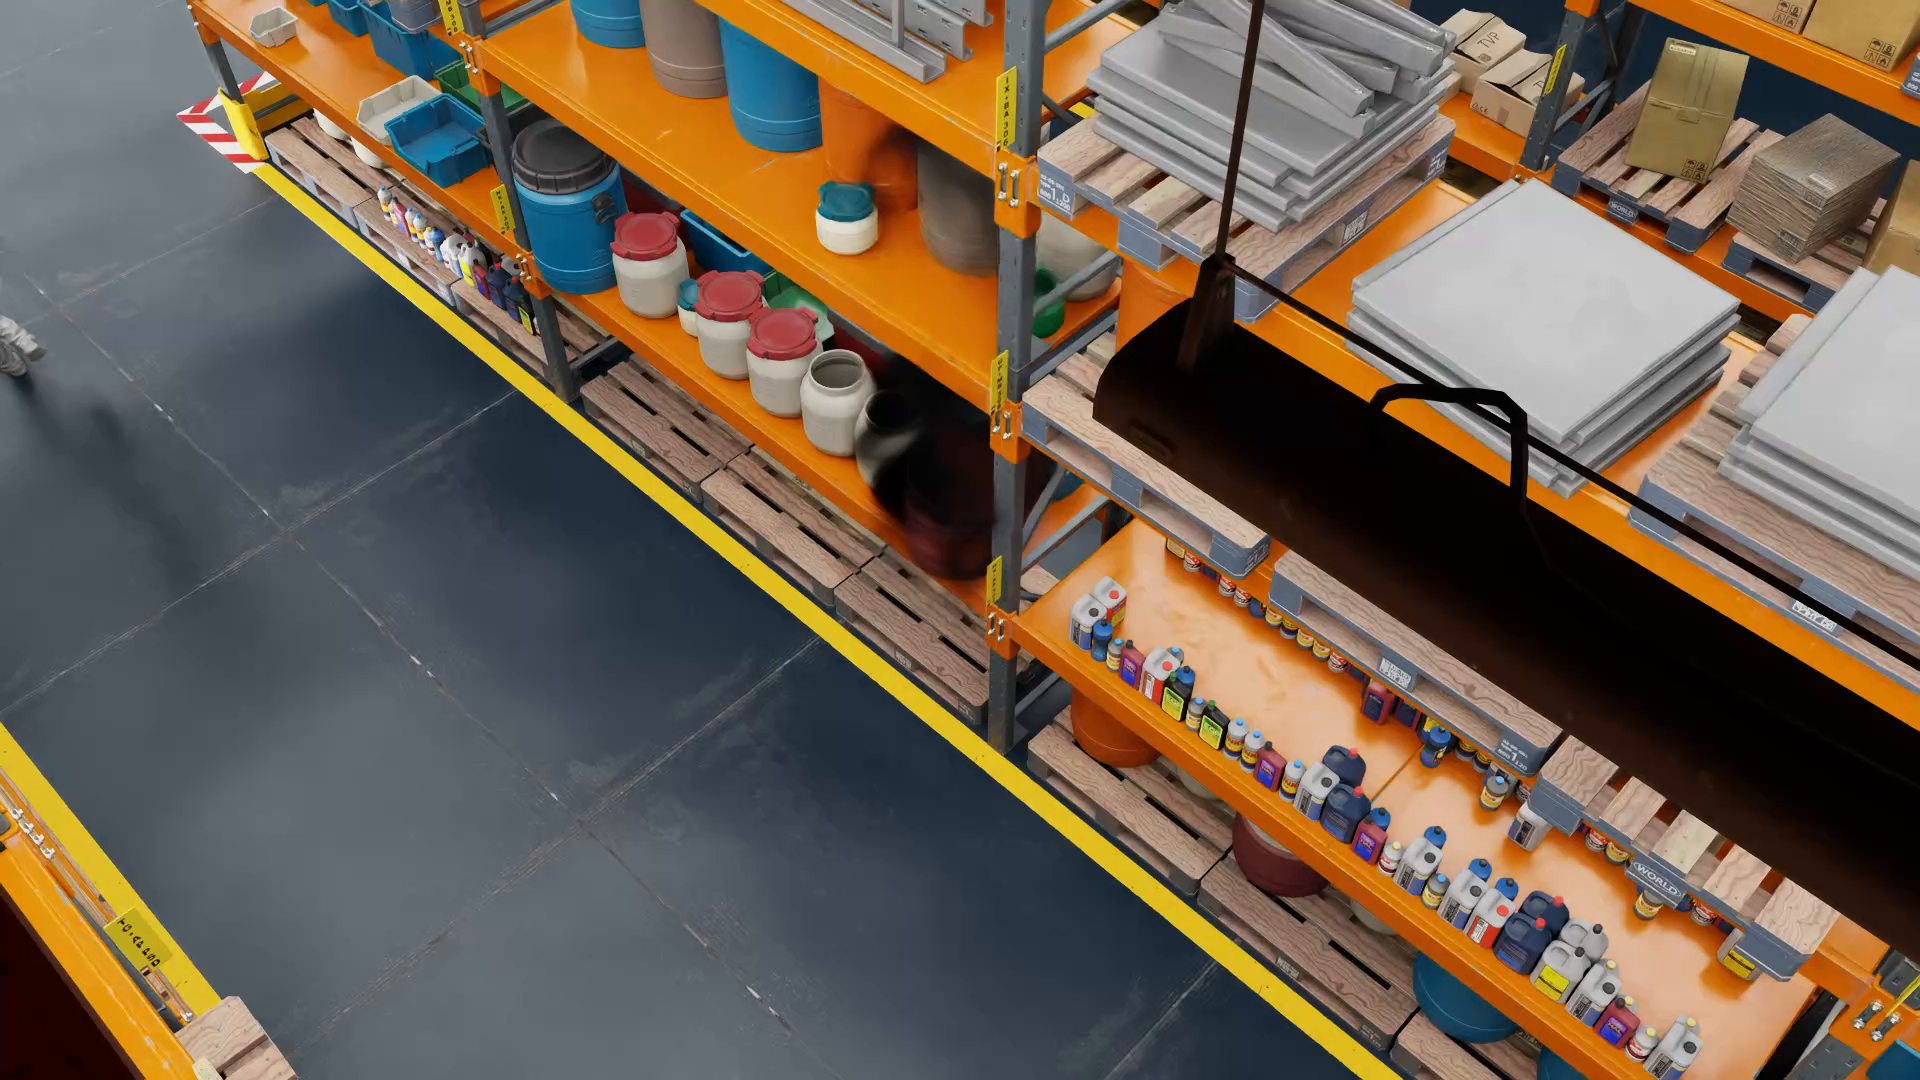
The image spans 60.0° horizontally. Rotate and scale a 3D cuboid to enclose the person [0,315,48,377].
[{"bbox_3d":[-6.478,-1.550,10.582,0.589,1.702,0.721,25,54,19],"label":"person"}]
